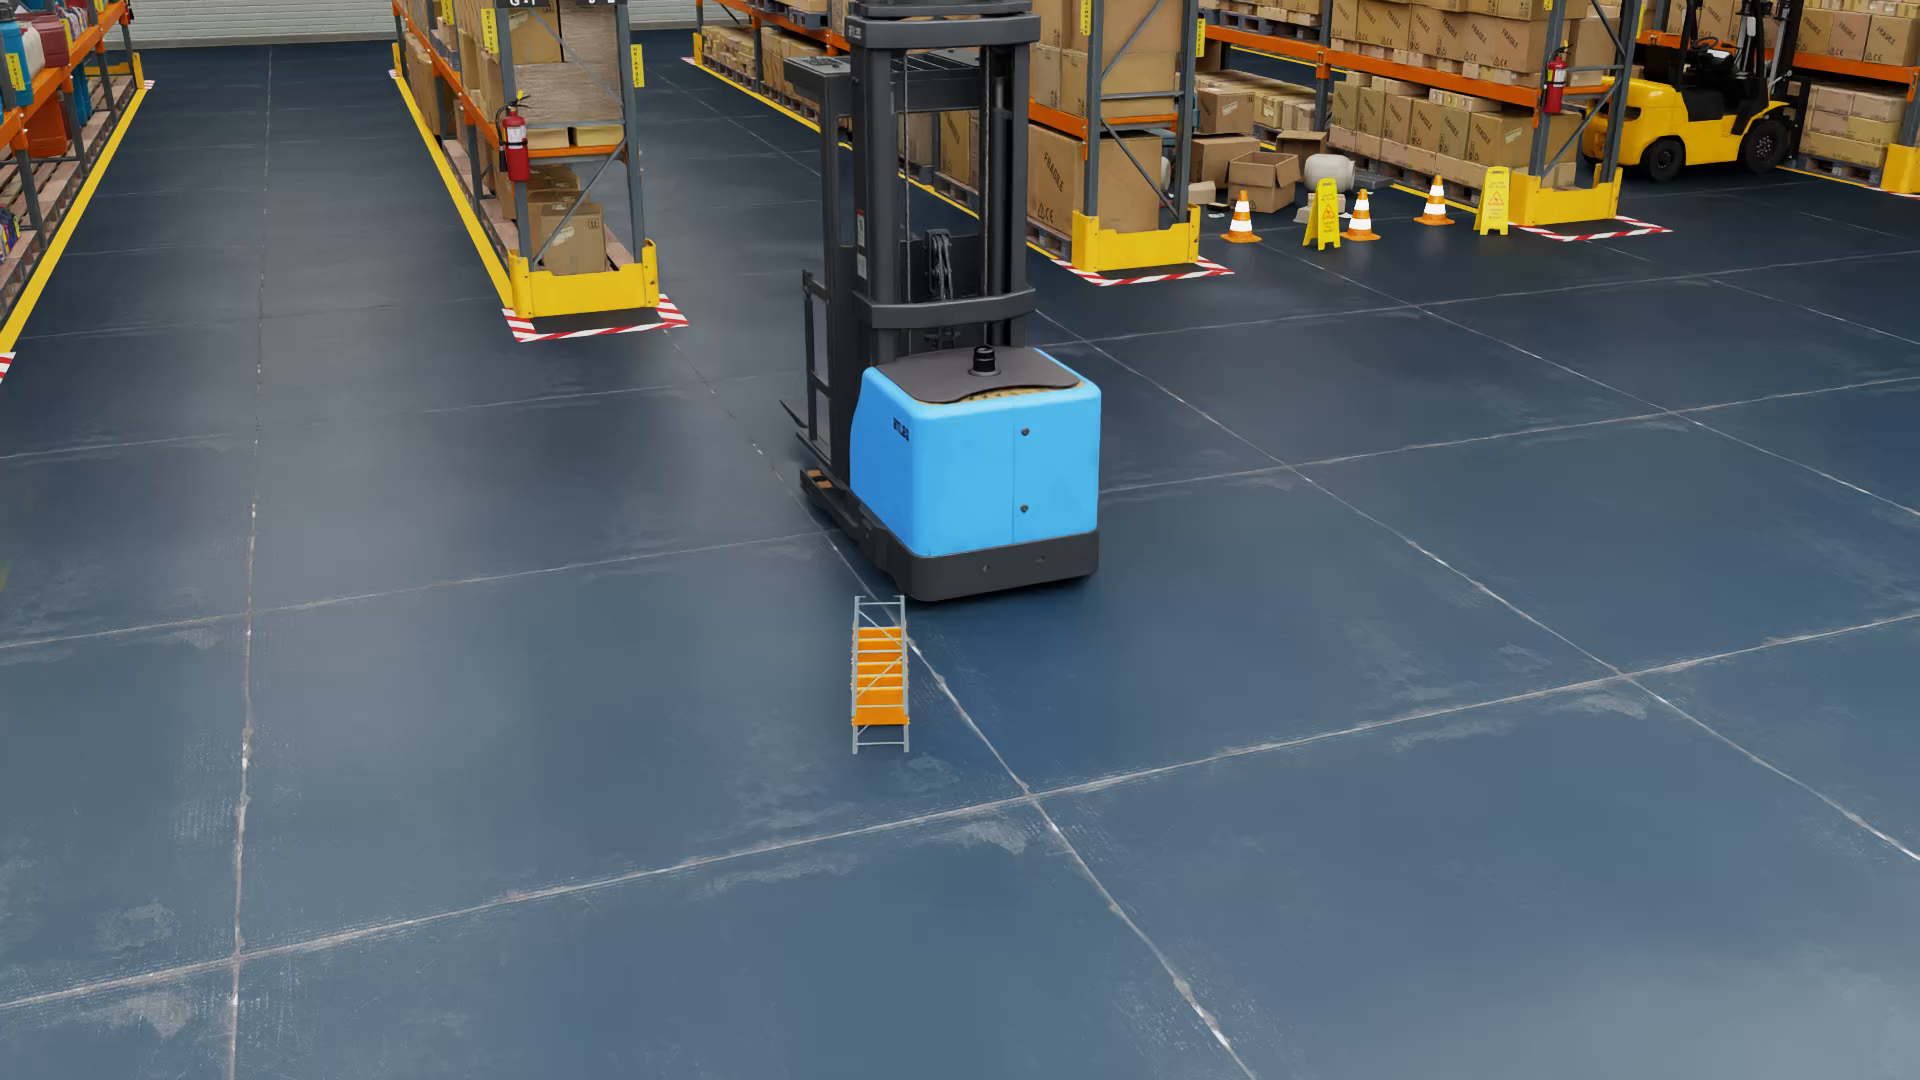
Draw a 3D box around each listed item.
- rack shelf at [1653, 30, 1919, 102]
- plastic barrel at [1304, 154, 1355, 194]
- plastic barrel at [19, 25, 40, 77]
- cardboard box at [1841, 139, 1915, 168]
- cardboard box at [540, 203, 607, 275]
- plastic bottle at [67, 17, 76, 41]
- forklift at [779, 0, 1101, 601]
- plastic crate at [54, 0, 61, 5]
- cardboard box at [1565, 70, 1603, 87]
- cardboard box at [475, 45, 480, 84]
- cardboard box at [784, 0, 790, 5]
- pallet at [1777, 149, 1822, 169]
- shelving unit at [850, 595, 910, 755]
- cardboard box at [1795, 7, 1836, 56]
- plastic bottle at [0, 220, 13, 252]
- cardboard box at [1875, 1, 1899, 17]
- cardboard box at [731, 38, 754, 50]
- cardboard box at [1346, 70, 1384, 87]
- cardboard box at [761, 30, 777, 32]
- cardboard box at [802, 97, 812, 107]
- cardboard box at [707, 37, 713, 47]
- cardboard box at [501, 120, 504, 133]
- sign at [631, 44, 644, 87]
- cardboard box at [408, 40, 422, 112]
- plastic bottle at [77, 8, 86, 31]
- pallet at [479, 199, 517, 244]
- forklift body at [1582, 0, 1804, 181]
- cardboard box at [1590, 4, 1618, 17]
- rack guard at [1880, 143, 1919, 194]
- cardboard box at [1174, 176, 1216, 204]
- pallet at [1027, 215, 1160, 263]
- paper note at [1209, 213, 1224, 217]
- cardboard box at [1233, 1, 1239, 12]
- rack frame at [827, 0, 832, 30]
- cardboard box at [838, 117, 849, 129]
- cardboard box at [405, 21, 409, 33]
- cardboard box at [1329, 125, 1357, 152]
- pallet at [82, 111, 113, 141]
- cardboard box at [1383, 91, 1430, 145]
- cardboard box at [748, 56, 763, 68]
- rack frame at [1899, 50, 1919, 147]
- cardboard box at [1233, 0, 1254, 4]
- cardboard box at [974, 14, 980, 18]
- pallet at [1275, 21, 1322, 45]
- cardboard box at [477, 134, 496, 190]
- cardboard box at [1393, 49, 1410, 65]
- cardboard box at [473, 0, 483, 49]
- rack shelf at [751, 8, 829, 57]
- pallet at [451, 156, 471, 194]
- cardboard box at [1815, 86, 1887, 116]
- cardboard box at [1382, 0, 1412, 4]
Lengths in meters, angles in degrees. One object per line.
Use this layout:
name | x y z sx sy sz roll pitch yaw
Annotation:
rack shelf | 10.129 -5.729 19.907 1.077 0.370 4.000 -8 24 -19
plastic barrel | 4.047 -4.007 18.213 0.512 0.421 0.421 8 24 18
plastic barrel | -9.825 -5.073 17.281 0.421 0.512 0.421 0 23 0
cardboard box | 10.374 -4.388 18.798 0.500 0.250 0.500 -8 24 -19
cardboard box | -3.282 -2.563 14.146 0.500 0.500 0.500 -4 23 -9
plastic bottle | -10.948 -6.293 20.469 0.061 0.283 0.133 -8 24 -19
forklift | -0.300 -1.585 9.236 1.130 2.935 3.031 -9 24 -20
plastic crate | -13.013 -7.654 23.687 0.416 0.233 0.300 -8 24 -19
cardboard box | 6.267 -4.688 16.834 0.380 0.149 0.250 -8 24 -19
cardboard box | -3.975 -4.402 15.321 0.875 0.500 0.500 -8 24 -19
cardboard box | -2.191 -7.409 22.749 0.380 0.149 0.250 -9 25 -21
pallet | 10.099 -4.764 20.281 1.003 0.211 1.213 -8 24 -19
shelving unit | -0.365 0.592 7.596 0.258 0.189 1.200 -1 23 -2
cardboard box | 10.060 -5.899 19.255 0.500 0.500 0.500 -9 24 -20
plastic bottle | -8.463 -2.699 14.723 0.061 0.283 0.133 -7 24 -15
cardboard box | 10.333 -5.855 18.317 0.380 0.149 0.250 -8 24 -18
cardboard box | -3.433 -7.911 26.522 0.380 0.149 0.250 -10 25 -22
cardboard box | 4.724 -5.371 19.330 0.380 0.149 0.250 -8 24 -18
cardboard box | -3.205 -8.377 27.627 0.380 0.149 0.250 -7 24 -17
cardboard box | -1.885 -6.277 22.958 0.500 0.500 0.500 -7 24 -17
cardboard box | -4.065 -8.433 28.144 0.380 0.149 0.250 -8 24 -19
cardboard box | -3.669 -3.519 14.061 0.380 0.149 0.250 -8 24 -19
sign | -2.570 -3.765 13.207 0.100 0.325 0.005 -8 24 -19
cardboard box | -6.755 -6.312 22.559 1.225 0.875 0.875 -9 25 -21
plastic bottle | -11.384 -6.742 21.535 0.061 0.283 0.133 -8 24 -19
pallet | -4.220 -3.221 16.621 1.003 0.211 1.213 -8 24 -19
forklift body | 8.459 -5.382 19.249 2.313 2.155 1.214 -8 24 -19
cardboard box | 8.817 -7.048 22.302 0.500 0.250 0.500 -8 24 -19
rack guard | 10.844 -4.174 18.508 1.175 0.500 0.348 -8 24 -19
cardboard box | 2.516 -3.758 17.823 0.396 0.266 0.258 -4 23 -10
pallet | 1.243 -2.931 15.931 1.003 0.211 1.213 -8 24 -19
paper note | 2.647 -3.354 17.172 0.144 0.017 0.142 0 23 -1
cardboard box | 3.803 -7.003 21.785 0.380 0.149 0.250 -7 24 -17
rack frame | -1.228 -6.843 21.623 1.000 3.000 0.127 -8 24 -19
cardboard box | -1.097 -5.766 21.424 1.050 0.750 0.750 -9 24 -20
cardboard box | -8.429 -8.098 26.797 0.875 0.875 0.875 -8 24 -19
cardboard box | 4.736 -4.780 19.729 0.500 0.250 0.500 -10 25 -21
pallet | -11.717 -5.402 21.794 1.003 0.211 1.213 -8 24 -19
cardboard box | 5.118 -4.744 18.678 0.500 0.500 0.500 -7 24 -16
cardboard box | -3.050 -7.384 25.653 0.380 0.149 0.250 -8 24 -18
rack frame | 10.836 -5.334 18.044 1.000 3.000 0.127 -8 24 -19
cardboard box | 3.864 -7.177 21.363 0.500 0.500 0.500 -9 25 -21
cardboard box | 0.649 -5.418 16.660 0.875 0.550 0.550 -8 24 -19
pallet | 4.647 -6.314 20.616 1.003 0.211 1.213 -8 24 -19
cardboard box | -4.687 -4.022 17.583 0.700 0.500 0.500 -10 25 -23
cardboard box | 5.035 -5.365 18.440 0.380 0.149 0.250 -8 24 -19
cardboard box | -3.859 -4.465 14.182 0.500 0.500 0.500 -8 24 -19
rack shelf | -1.934 -7.238 23.487 1.077 0.370 4.000 -8 24 -19
pallet | -5.202 -4.187 18.913 1.003 0.211 1.213 -8 24 -19
cardboard box | 10.195 -5.031 19.036 0.500 0.250 0.500 -8 24 -18
cardboard box | 5.045 -6.185 18.262 0.700 0.500 0.500 -9 24 -20
